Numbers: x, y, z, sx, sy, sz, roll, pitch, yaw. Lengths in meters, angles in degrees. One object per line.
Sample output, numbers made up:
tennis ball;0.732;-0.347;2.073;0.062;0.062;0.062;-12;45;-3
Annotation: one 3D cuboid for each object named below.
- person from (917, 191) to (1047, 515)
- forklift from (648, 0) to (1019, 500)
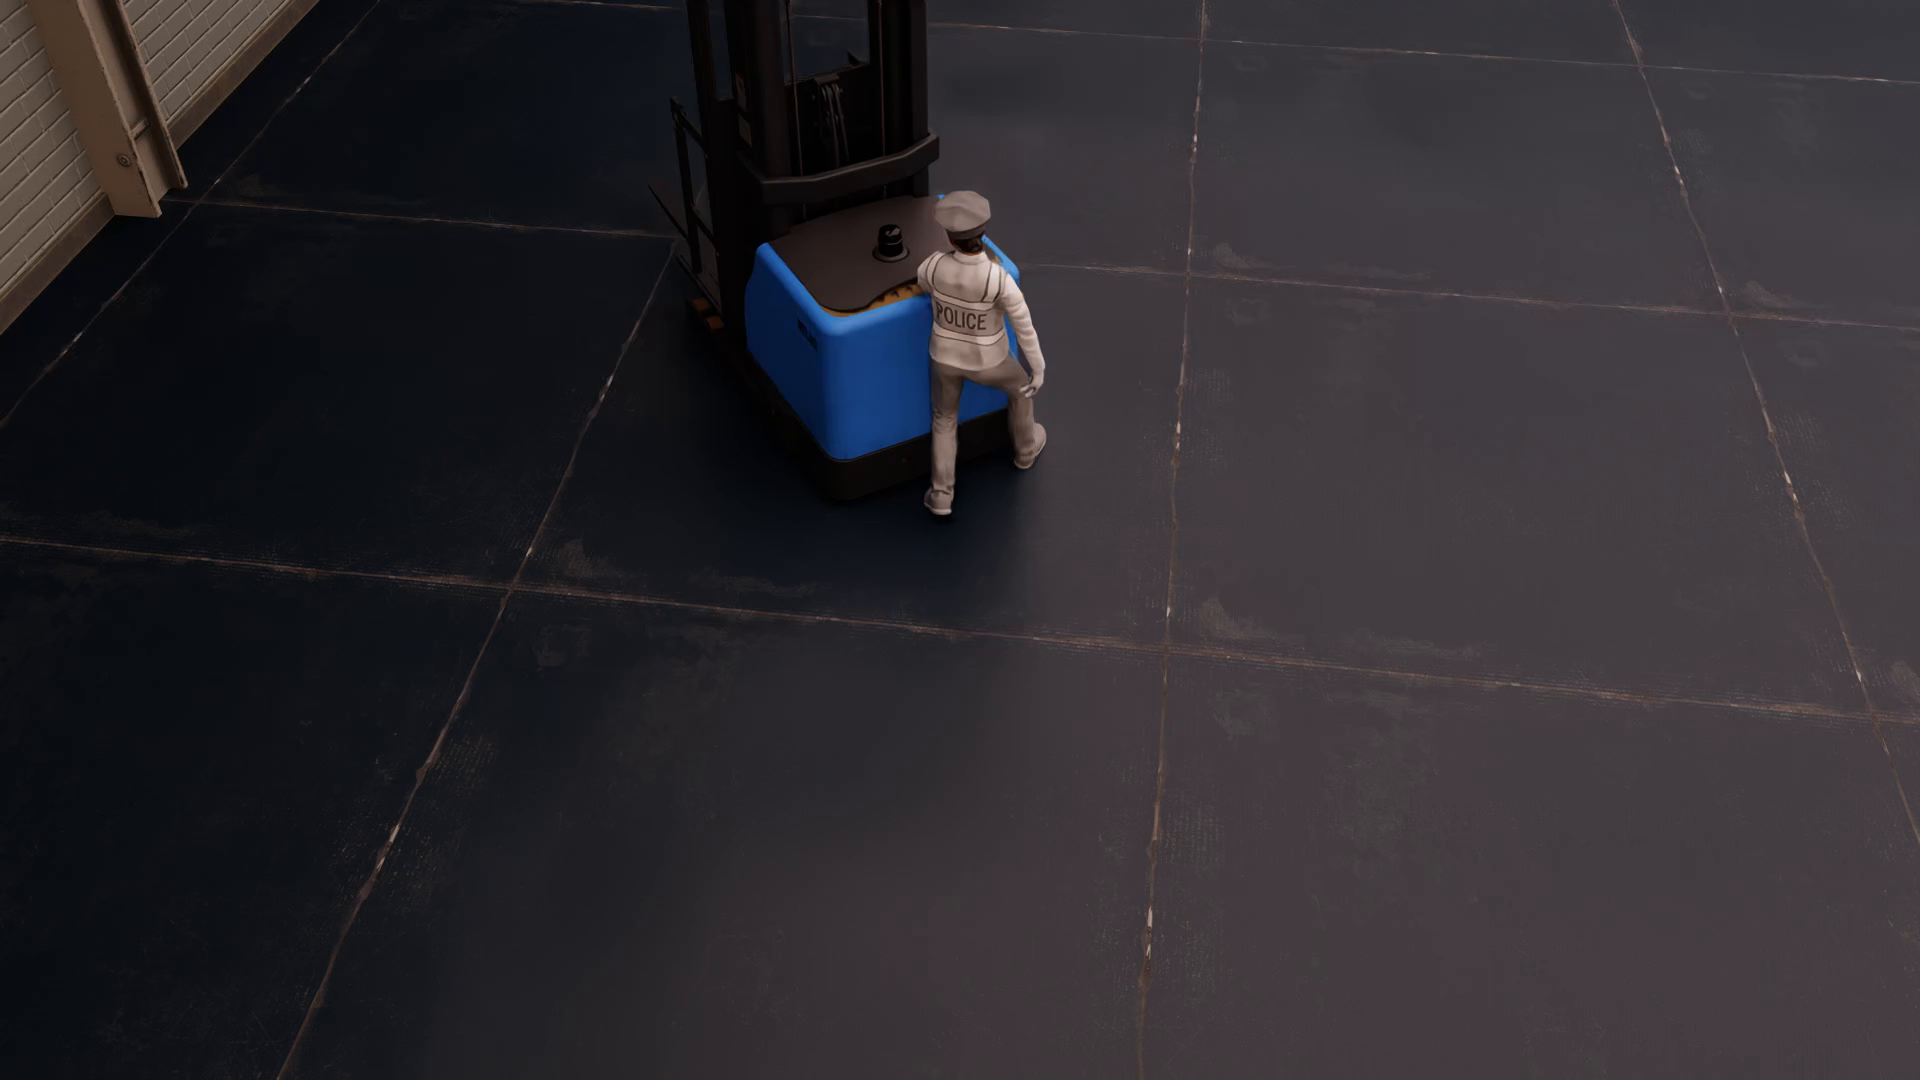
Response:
person;0.116;-0.881;7.699;0.614;1.625;0.785;12;44;12
forklift;-0.849;-2.263;8.188;1.130;2.935;3.031;-20;46;-20
